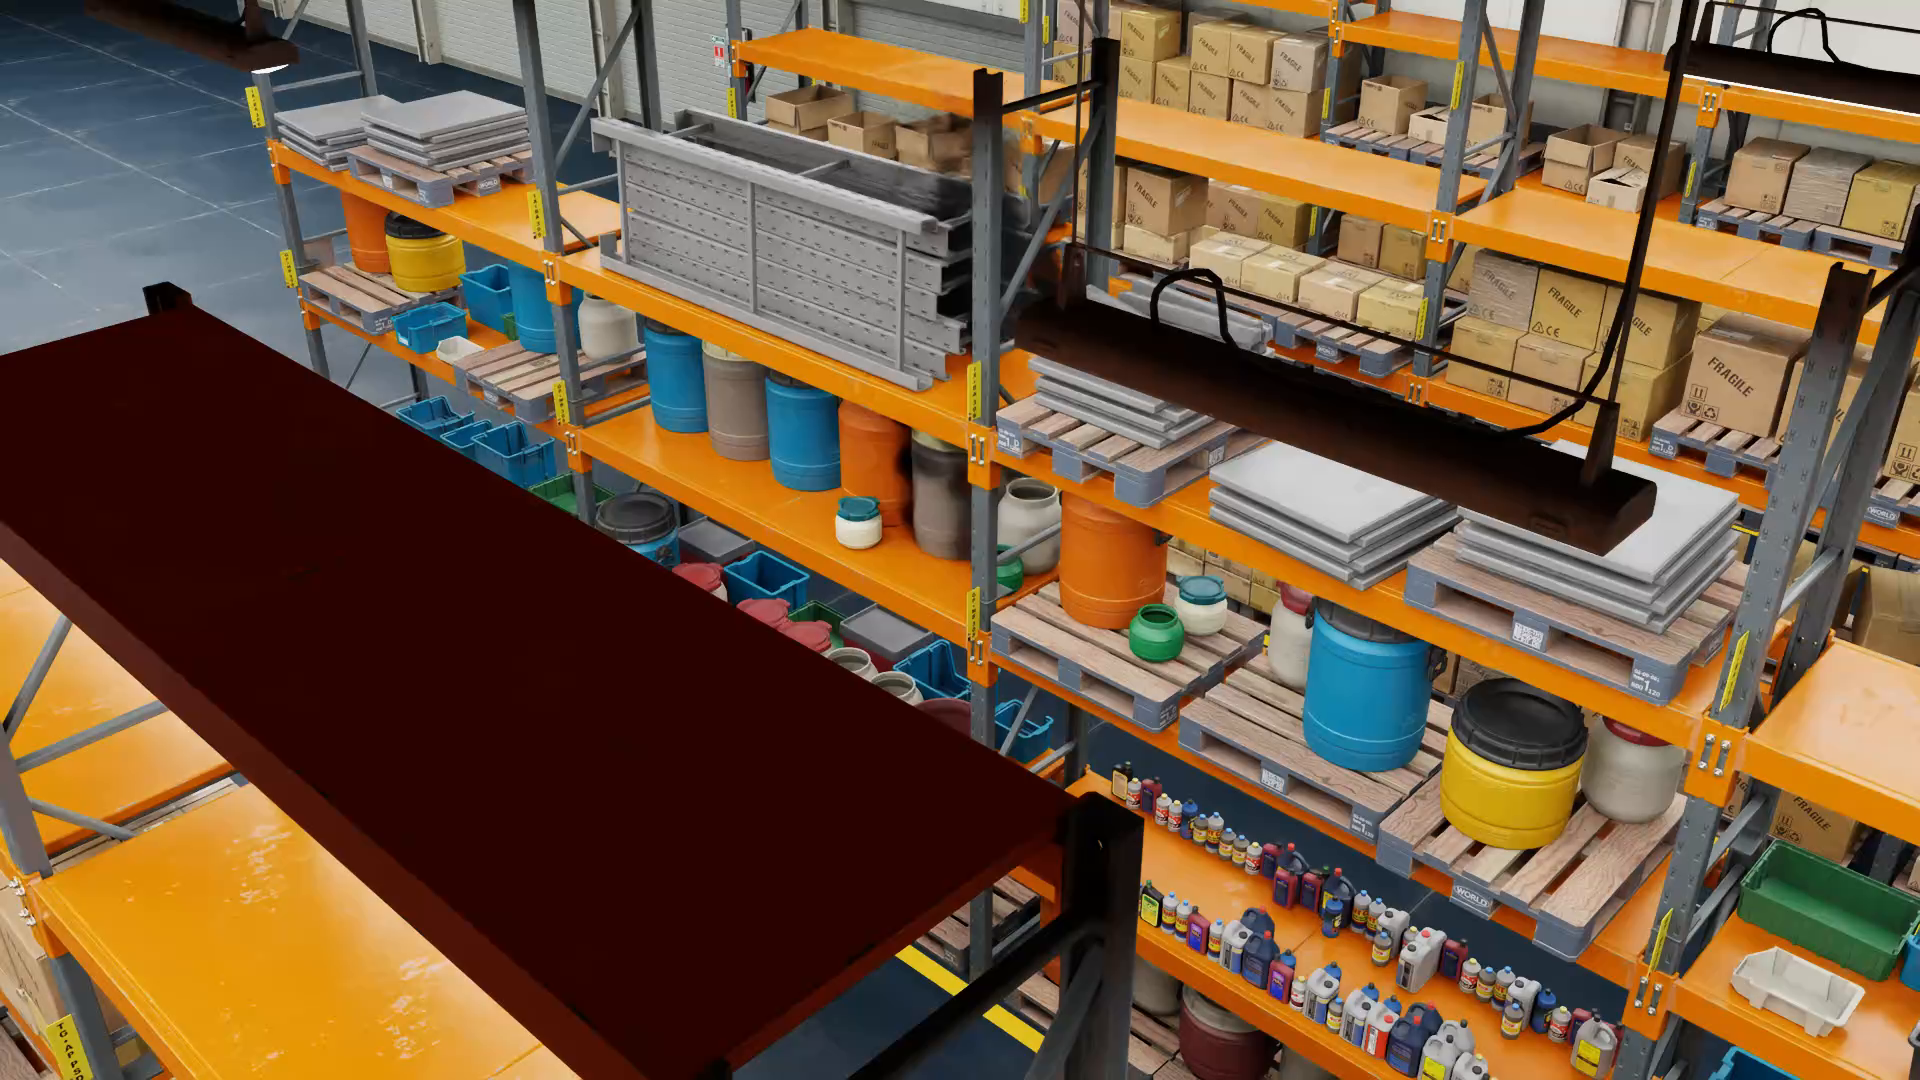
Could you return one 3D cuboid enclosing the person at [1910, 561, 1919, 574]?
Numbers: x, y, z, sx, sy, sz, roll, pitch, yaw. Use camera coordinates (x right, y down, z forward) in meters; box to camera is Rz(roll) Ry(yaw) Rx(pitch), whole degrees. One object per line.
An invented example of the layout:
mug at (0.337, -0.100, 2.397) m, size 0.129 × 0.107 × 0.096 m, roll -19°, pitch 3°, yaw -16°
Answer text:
person at (7.616, 0.674, 13.271) m, size 0.658 × 1.745 × 0.691 m, roll 19°, pitch 35°, yaw 30°
